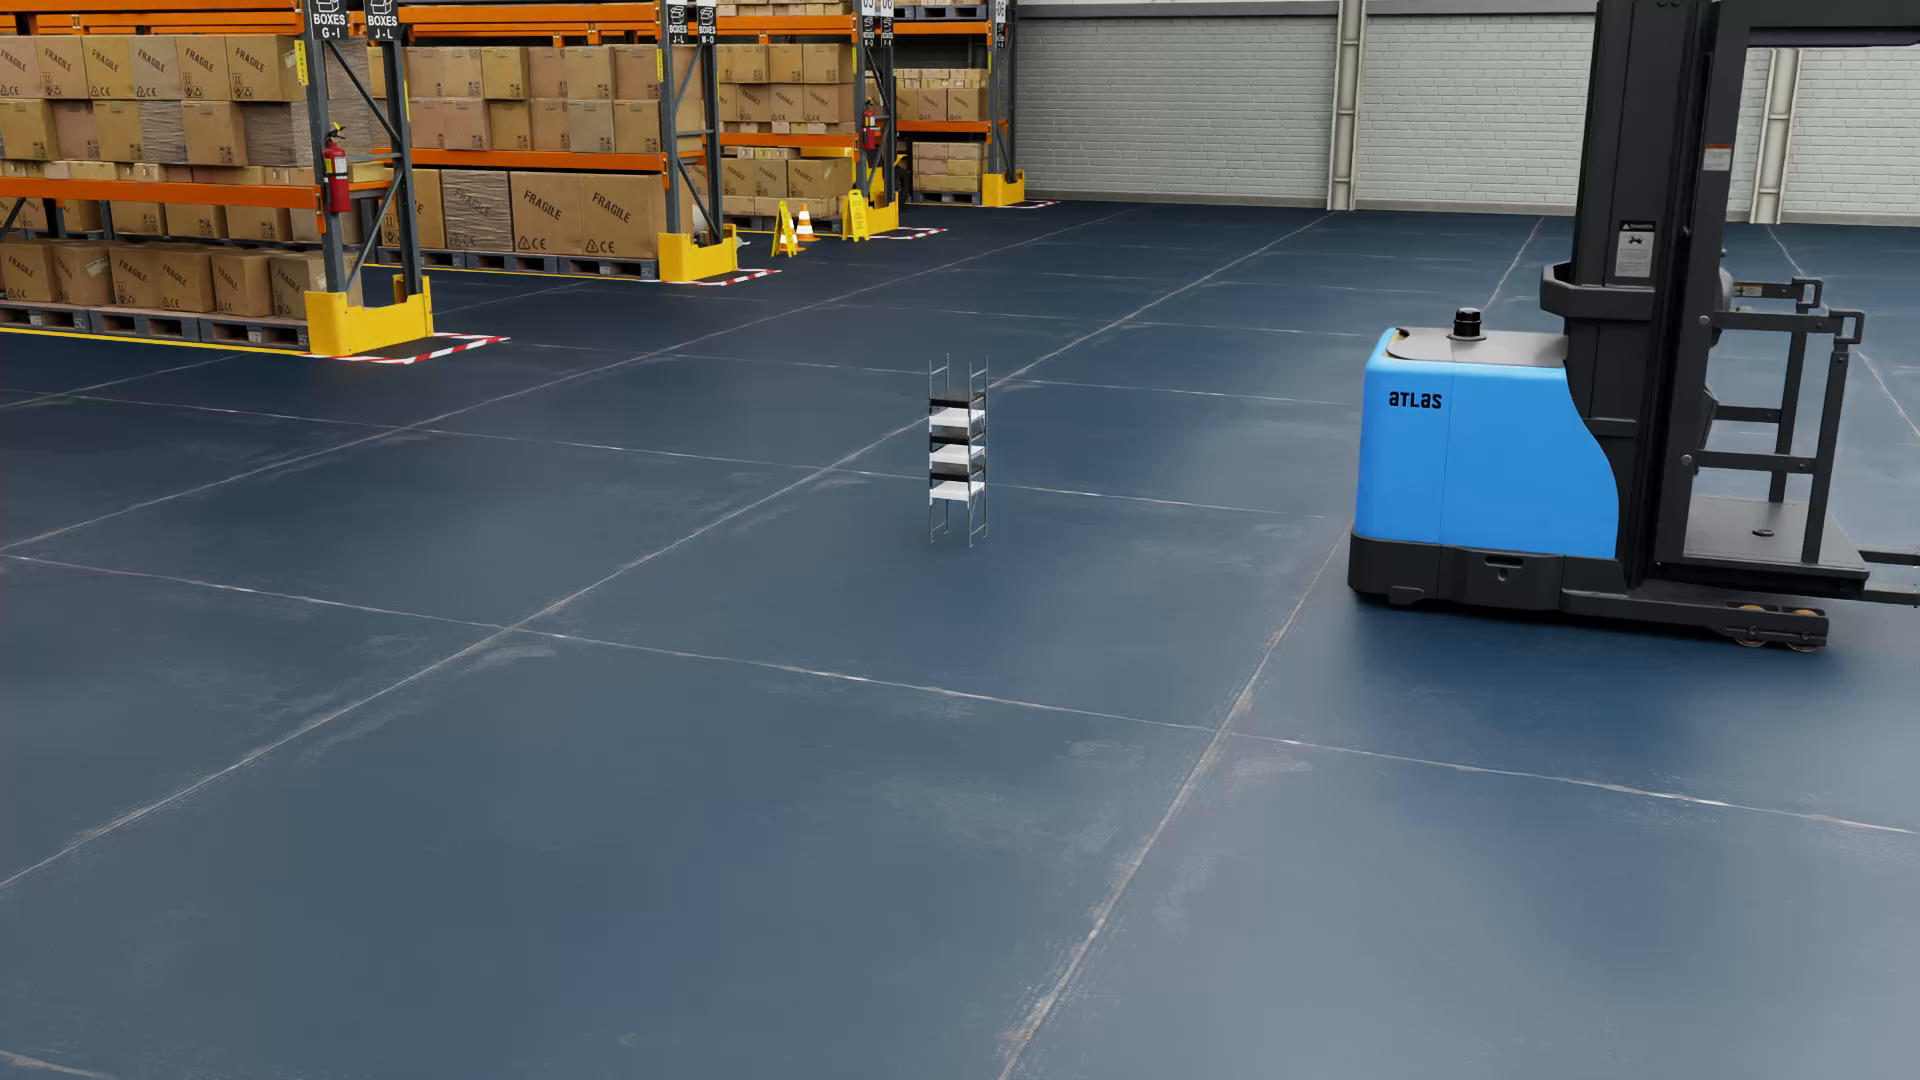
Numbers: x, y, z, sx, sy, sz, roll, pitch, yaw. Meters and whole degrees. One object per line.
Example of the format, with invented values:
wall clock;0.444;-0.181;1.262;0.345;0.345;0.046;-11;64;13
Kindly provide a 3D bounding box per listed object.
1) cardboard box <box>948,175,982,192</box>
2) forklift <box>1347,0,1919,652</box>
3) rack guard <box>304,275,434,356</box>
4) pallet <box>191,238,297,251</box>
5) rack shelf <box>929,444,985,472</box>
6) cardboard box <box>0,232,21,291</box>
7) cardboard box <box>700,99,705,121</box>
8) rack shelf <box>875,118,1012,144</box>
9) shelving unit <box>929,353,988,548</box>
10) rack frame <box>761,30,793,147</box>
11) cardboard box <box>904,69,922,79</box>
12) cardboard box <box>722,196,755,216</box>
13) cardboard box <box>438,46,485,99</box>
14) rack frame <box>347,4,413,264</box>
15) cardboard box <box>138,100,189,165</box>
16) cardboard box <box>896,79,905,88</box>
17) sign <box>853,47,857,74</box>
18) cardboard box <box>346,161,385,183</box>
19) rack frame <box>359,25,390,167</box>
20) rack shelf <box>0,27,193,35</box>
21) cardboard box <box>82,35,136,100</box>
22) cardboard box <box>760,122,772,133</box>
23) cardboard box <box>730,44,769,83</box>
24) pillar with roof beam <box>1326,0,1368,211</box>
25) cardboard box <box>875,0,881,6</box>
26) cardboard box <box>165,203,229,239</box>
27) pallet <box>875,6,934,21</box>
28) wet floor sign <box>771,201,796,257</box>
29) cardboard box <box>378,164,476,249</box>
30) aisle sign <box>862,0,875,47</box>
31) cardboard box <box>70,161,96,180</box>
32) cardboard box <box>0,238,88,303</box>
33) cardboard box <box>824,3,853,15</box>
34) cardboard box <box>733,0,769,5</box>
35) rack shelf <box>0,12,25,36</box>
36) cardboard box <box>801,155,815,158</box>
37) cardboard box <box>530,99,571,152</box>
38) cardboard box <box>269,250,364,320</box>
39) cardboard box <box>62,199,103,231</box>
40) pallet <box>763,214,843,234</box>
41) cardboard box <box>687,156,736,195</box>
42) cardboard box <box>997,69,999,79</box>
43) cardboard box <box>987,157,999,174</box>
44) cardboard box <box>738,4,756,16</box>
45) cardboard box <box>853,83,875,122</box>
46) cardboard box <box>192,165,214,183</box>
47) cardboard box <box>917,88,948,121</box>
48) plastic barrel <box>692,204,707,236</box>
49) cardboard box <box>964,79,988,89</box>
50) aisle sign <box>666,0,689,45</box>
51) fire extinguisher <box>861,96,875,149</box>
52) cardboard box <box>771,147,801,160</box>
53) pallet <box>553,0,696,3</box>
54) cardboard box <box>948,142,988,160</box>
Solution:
cardboard box;0.128;-5.757;26.804;0.500;0.250;0.500;6;17;21
forklift;3.262;-1.127;6.798;3.031;2.935;1.130;5;17;17
rack guard;-4.844;-1.859;13.682;0.348;0.500;1.175;6;17;21
pallet;-8.464;-3.582;20.134;1.213;0.211;1.003;6;17;21
rack shelf;-0.008;-0.401;8.060;0.200;0.077;0.258;6;17;21
cardboard box;-9.057;-2.541;15.239;0.500;0.500;0.700;5;17;16
cardboard box;-3.613;-6.005;22.766;0.500;0.500;0.500;6;17;20
rack shelf;-1.179;-6.769;27.401;4.000;0.370;1.077;6;17;21
shelving unit;-0.008;-0.433;8.051;0.210;0.900;0.258;6;17;21
rack frame;-3.040;-7.319;28.005;0.127;3.000;1.000;6;17;21
cardboard box;-0.711;-7.474;26.662;0.250;0.149;0.380;7;18;22
cardboard box;-2.955;-4.624;22.898;0.500;0.250;0.500;6;17;19
cardboard box;-5.243;-5.164;18.377;0.550;0.550;0.875;6;17;21
rack frame;-6.580;-4.737;19.112;0.127;3.000;1.000;6;17;21
cardboard box;-6.233;-3.389;13.754;0.500;0.500;0.875;6;17;21
cardboard box;-0.947;-7.357;26.794;0.250;0.149;0.380;6;17;21
sign;-1.359;-6.188;21.466;0.005;0.325;0.100;6;17;21
cardboard box;-4.950;-3.023;13.655;0.250;0.149;0.380;6;17;21
rack frame;-8.579;-6.441;24.979;0.127;3.000;1.000;6;17;21
rack shelf;-14.160;-8.150;26.775;4.000;0.370;1.077;6;17;21
cardboard box;-6.769;-3.870;13.618;0.500;0.500;0.500;6;17;21
cardboard box;-2.507;-5.595;22.515;0.250;0.149;0.380;7;17;21
cardboard box;-2.672;-6.368;22.223;0.500;0.500;0.700;6;17;20
pillar with roof beam;4.366;-8.366;20.850;0.400;9.000;9.100;6;17;21
cardboard box;-1.266;-8.832;26.720;0.637;0.503;0.797;7;18;22
cardboard box;-8.953;-4.094;20.176;0.750;0.750;1.050;7;17;21
pallet;-1.106;-8.512;26.891;1.213;0.211;1.003;6;17;21
wet floor sign;-2.105;-3.708;19.789;0.232;0.644;0.267;3;17;11
cardboard box;-6.021;-3.836;19.065;0.875;0.875;0.875;7;17;21
aisle sign;-1.185;-6.789;21.517;0.004;0.787;0.394;6;17;21
cardboard box;-7.232;-3.119;13.988;0.250;0.149;0.380;6;17;21
cardboard box;-8.136;-2.411;14.830;0.500;0.500;0.500;6;17;19
cardboard box;-1.571;-6.906;21.653;0.250;0.149;0.380;6;17;21
cardboard box;-2.663;-7.220;22.018;0.500;0.250;0.500;7;18;22
rack shelf;-10.354;-4.761;15.103;4.000;0.370;1.077;6;17;21
cardboard box;-2.296;-5.073;23.100;0.500;0.500;0.500;6;17;19
cardboard box;-4.215;-4.567;18.256;0.550;0.550;0.875;6;17;21
cardboard box;-5.348;-2.122;13.832;0.500;0.500;0.500;10;19;31
cardboard box;-11.009;-4.147;20.810;0.500;0.500;0.500;6;17;20
pallet;-1.950;-4.383;22.894;1.213;0.211;1.003;6;17;21
cardboard box;-3.424;-5.037;22.978;0.500;0.500;0.500;7;18;24
cardboard box;0.447;-7.502;26.759;0.250;0.149;0.380;6;17;20
cardboard box;0.320;-6.133;27.202;0.500;0.250;0.500;7;17;22
cardboard box;-2.752;-7.044;22.129;0.250;0.149;0.380;6;17;19
cardboard box;-1.476;-5.934;22.519;0.500;0.500;0.500;6;17;20
cardboard box;-6.042;-3.011;13.616;0.250;0.149;0.380;6;17;21
cardboard box;-0.352;-6.996;26.712;0.500;0.500;0.500;7;18;22
plastic barrel;-3.614;-4.204;21.895;0.512;0.421;0.421;-9;18;-27
cardboard box;0.256;-7.232;26.363;0.250;0.149;0.380;7;17;21
aisle sign;-2.903;-5.492;17.047;0.004;0.787;0.394;6;17;21
fire extinguisher;-1.199;-5.454;21.719;0.183;0.674;0.296;6;17;21
cardboard box;-2.344;-5.210;22.409;0.250;0.149;0.380;7;18;22
pallet;-3.553;-5.799;17.549;1.213;0.211;1.003;6;17;21
cardboard box;0.138;-6.238;26.665;0.500;0.250;0.500;7;18;22
